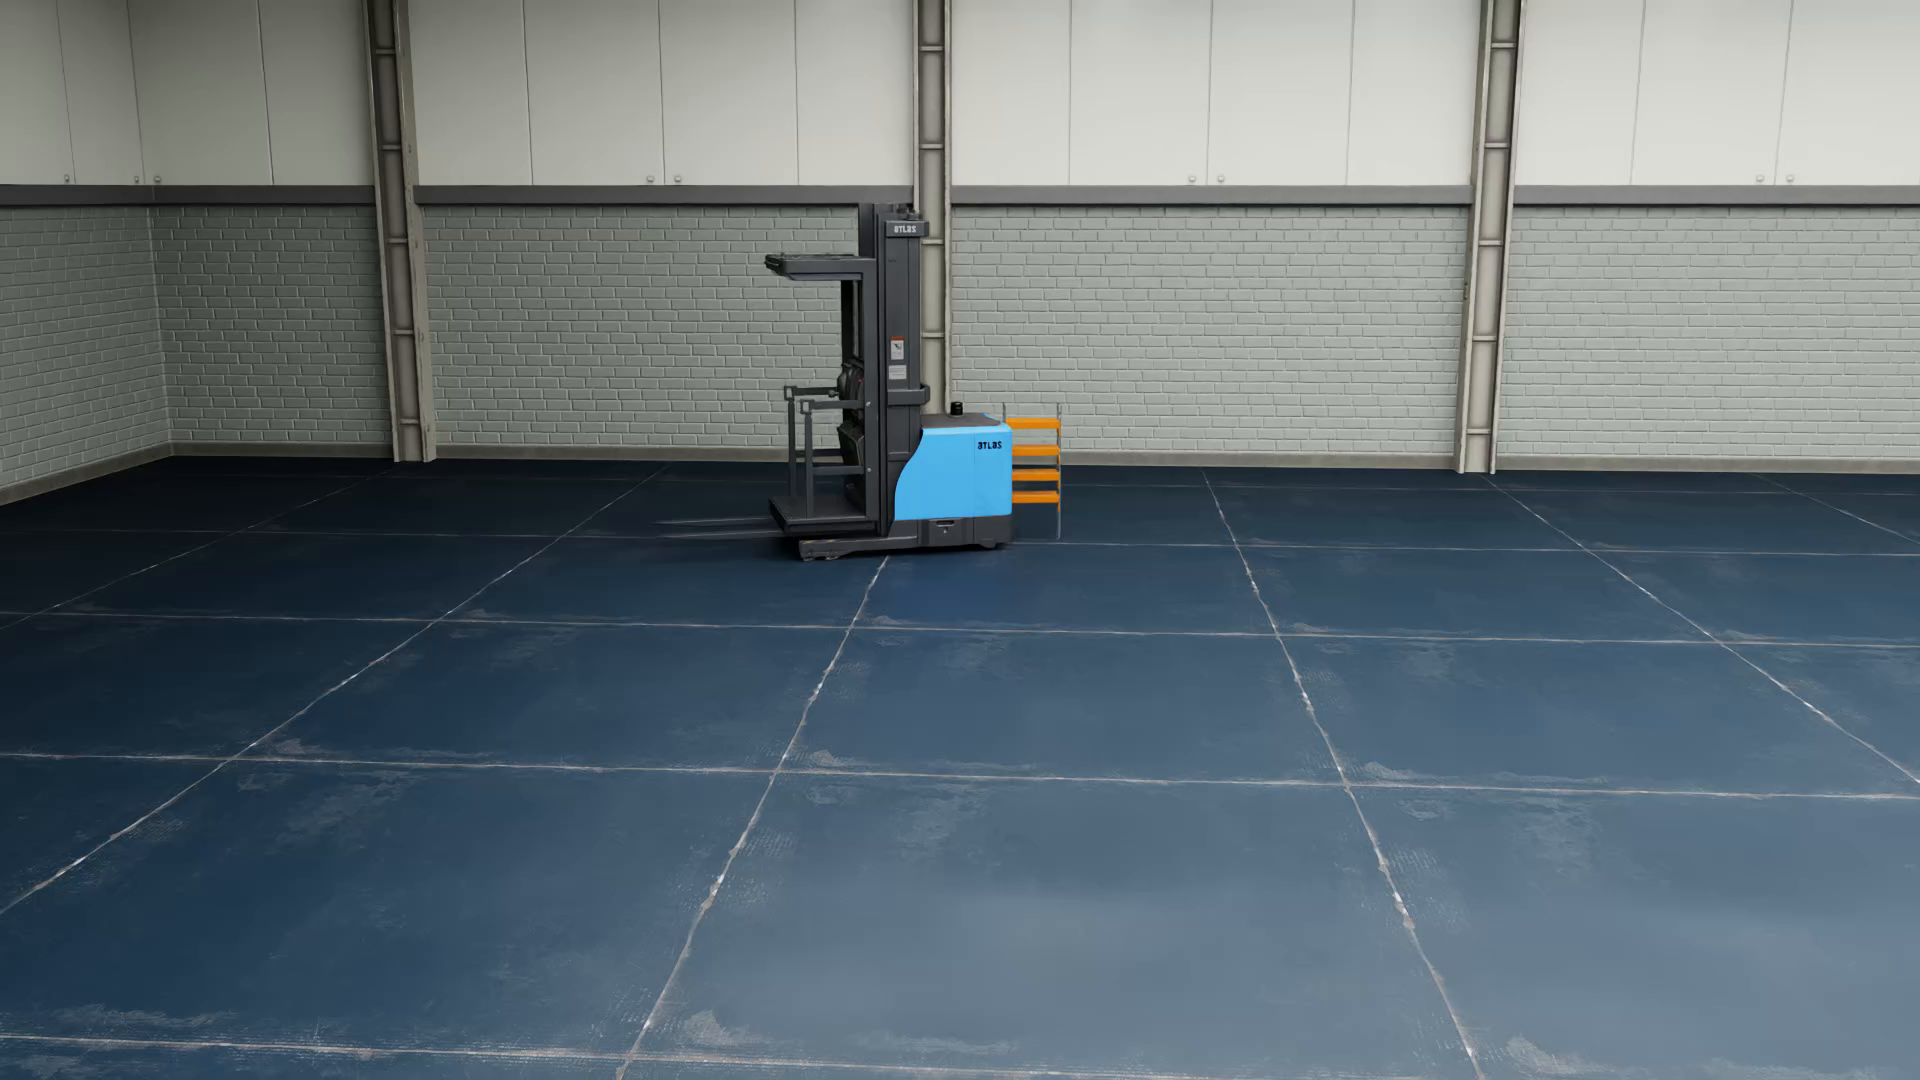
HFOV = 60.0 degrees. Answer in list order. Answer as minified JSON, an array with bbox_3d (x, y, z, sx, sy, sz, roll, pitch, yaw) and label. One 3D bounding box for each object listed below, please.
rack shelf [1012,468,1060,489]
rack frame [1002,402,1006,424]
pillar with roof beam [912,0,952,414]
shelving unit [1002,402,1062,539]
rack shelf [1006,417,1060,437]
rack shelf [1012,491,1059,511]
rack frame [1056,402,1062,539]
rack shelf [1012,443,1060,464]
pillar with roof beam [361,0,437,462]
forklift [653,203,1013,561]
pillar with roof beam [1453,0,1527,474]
[{"bbox_3d":[0.634,-0.549,14.790,0.480,0.148,0.258,0,12,-2],"label":"rack shelf"},{"bbox_3d":[0.390,-0.613,14.766,0.015,1.200,0.240,0,12,-2],"label":"rack frame"},{"bbox_3d":[-0.585,-4.370,13.681,0.400,9.000,9.100,1,12,4],"label":"pillar with roof beam"},{"bbox_3d":[0.634,-0.615,14.776,0.503,1.200,0.258,0,12,-2],"label":"shelving unit"},{"bbox_3d":[0.634,-0.999,14.696,0.480,0.148,0.258,0,12,-2],"label":"rack shelf"},{"bbox_3d":[0.634,-0.354,14.830,0.480,0.148,0.258,0,12,-2],"label":"rack shelf"},{"bbox_3d":[0.878,-0.617,14.786,0.015,1.200,0.240,0,12,-2],"label":"rack frame"},{"bbox_3d":[0.634,-0.768,14.744,0.480,0.148,0.258,0,12,-2],"label":"rack shelf"},{"bbox_3d":[-6.572,-4.452,14.073,0.400,9.000,9.100,1,12,4],"label":"pillar with roof beam"},{"bbox_3d":[-1.114,-1.379,14.201,3.031,2.935,1.130,-3,12,-13],"label":"forklift"},{"bbox_3d":[5.402,-4.288,13.288,0.400,9.000,9.100,1,12,4],"label":"pillar with roof beam"}]
